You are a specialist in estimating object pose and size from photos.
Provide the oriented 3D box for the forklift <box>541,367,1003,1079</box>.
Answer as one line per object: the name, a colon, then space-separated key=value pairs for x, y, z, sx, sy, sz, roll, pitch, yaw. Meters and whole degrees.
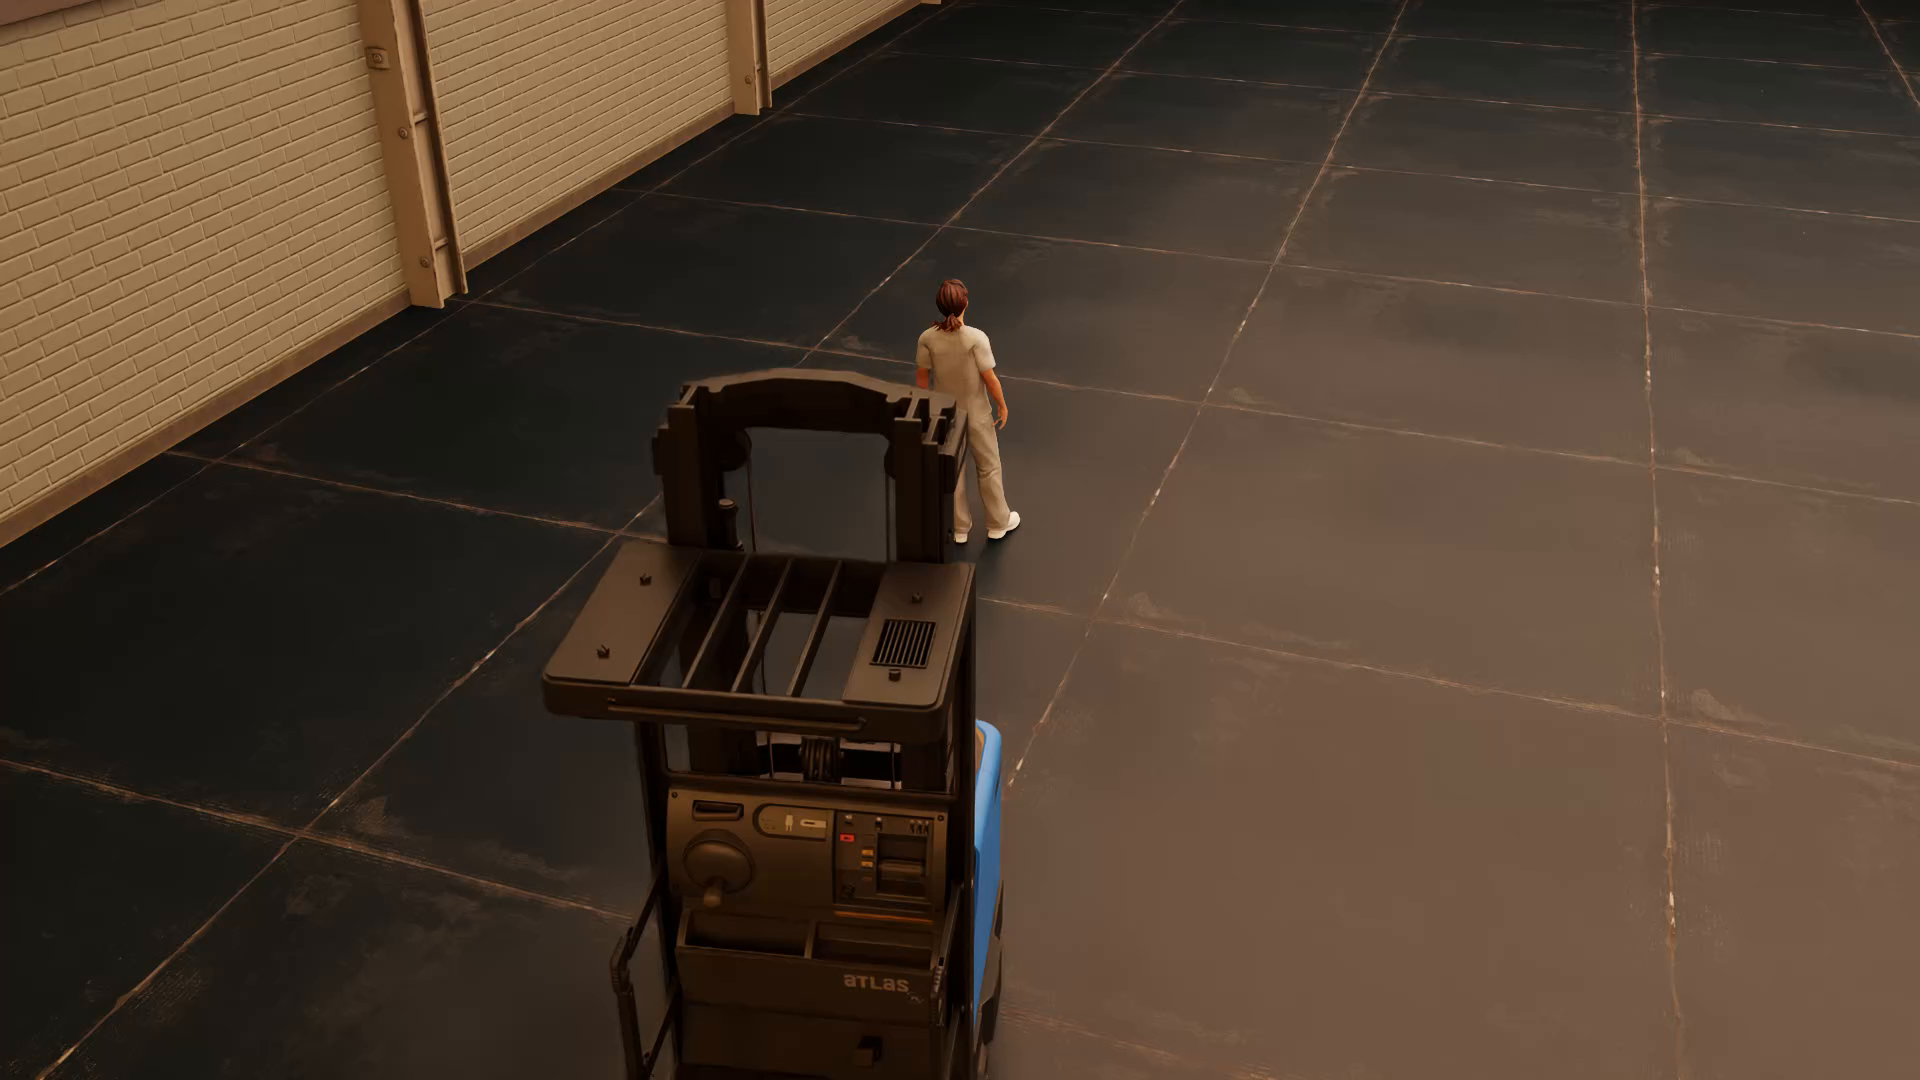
forklift: x=-0.528 y=1.074 z=5.253 sx=1.130 sy=2.935 sz=3.031 roll=4 pitch=30 yaw=7

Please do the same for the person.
person: x=0.037 y=-0.767 z=9.735 sx=0.549 sy=1.673 sz=0.548 roll=10 pitch=31 yaw=16
